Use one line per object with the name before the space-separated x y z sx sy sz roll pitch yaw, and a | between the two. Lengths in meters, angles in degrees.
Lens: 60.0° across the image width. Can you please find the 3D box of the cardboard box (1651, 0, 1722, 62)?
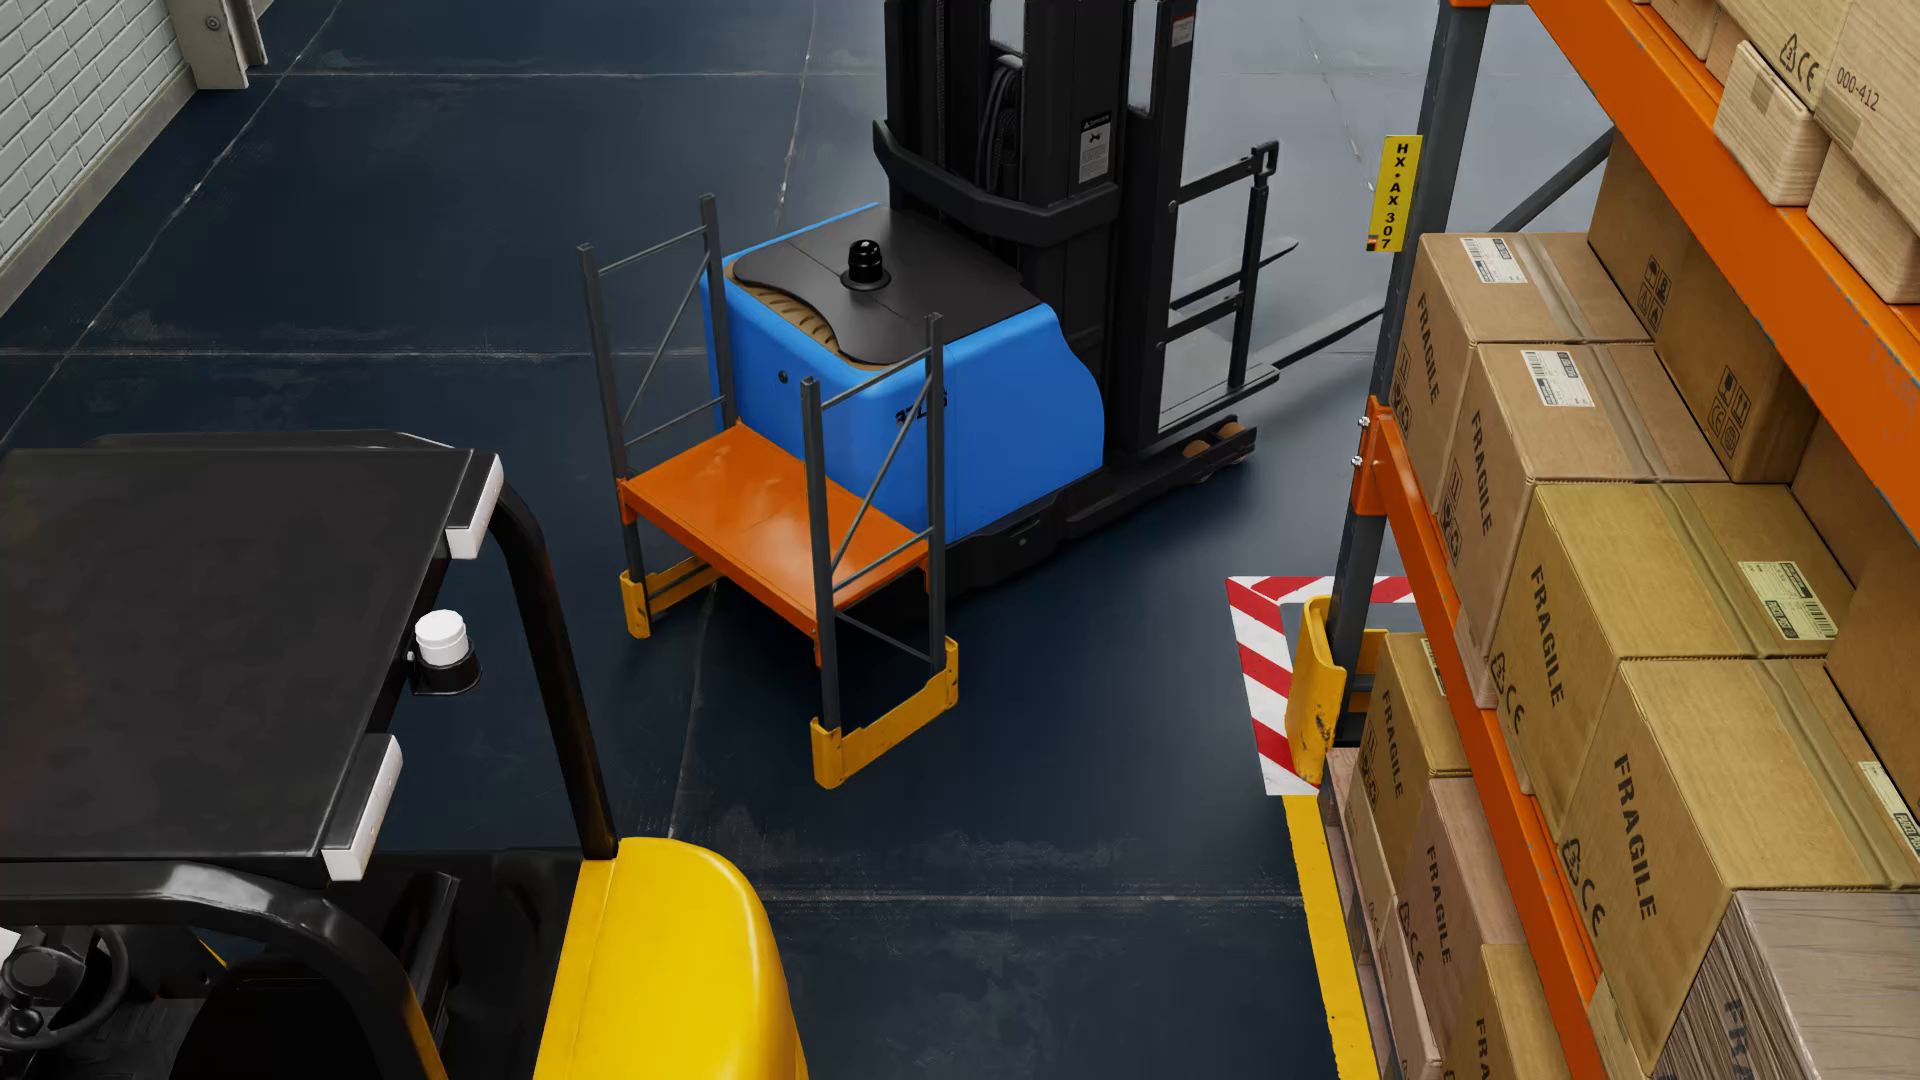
cardboard box | 1.414 -0.928 2.812 0.380 0.149 0.250 0 39 0

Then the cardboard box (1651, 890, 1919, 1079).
cardboard box | 1.401 0.874 2.443 0.500 0.500 0.500 1 39 1

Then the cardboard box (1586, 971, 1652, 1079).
cardboard box | 1.346 0.894 2.936 0.380 0.149 0.250 0 39 0

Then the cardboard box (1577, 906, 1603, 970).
cardboard box | 1.404 0.737 3.132 0.380 0.149 0.250 -1 39 -1

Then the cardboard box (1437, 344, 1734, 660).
cardboard box | 1.385 -0.083 3.637 0.500 0.500 0.500 1 39 1

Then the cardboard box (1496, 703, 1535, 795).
cardboard box | 1.373 0.407 3.544 0.380 0.149 0.250 1 39 1

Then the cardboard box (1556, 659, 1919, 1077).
cardboard box | 1.395 0.554 2.842 0.500 0.500 0.500 -1 39 -1

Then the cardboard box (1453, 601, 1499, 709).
cardboard box | 1.339 0.245 3.746 0.380 0.149 0.250 1 39 1

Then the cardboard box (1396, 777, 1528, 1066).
cardboard box | 1.388 0.915 3.973 0.500 0.500 0.500 -1 39 -2

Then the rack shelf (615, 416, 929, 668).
rack shelf | -0.593 -0.021 5.364 0.538 0.185 1.000 -32 49 -33

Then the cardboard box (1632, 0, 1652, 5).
cardboard box | 1.390 -1.083 3.005 0.380 0.149 0.250 1 39 1

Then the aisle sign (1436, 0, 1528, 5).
aisle sign | 1.348 -1.601 3.770 0.394 0.787 0.004 0 39 0

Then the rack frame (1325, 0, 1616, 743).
rack frame | 1.658 -0.548 4.535 1.000 3.000 0.127 0 39 0

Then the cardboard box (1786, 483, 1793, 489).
cardboard box | 1.930 -0.051 3.597 0.500 0.500 0.500 0 39 0

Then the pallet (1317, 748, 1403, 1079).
pallet | 1.624 1.096 4.714 1.003 0.211 1.213 0 39 0

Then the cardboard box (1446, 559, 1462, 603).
cardboard box | 1.385 0.086 3.944 0.380 0.149 0.250 -1 39 -1

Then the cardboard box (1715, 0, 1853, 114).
cardboard box | 1.408 -0.823 2.362 0.500 0.250 0.500 1 39 1

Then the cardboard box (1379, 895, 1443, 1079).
cardboard box | 1.375 1.185 4.236 0.500 0.250 0.500 1 39 2

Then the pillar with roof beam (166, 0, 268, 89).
pillar with roof beam | 0.092 -6.202 6.794 9.100 9.000 0.400 0 39 0

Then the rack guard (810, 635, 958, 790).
rack guard | -0.235 0.551 5.362 0.587 0.250 0.087 -32 49 -33

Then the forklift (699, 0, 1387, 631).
forklift | 0.548 -1.598 5.900 3.031 2.935 1.130 -27 46 -30

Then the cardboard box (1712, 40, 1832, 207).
cardboard box | 1.339 -0.605 2.408 0.380 0.149 0.250 0 39 0

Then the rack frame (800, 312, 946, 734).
rack frame | -0.234 0.064 4.971 0.500 1.500 0.032 -32 49 -33

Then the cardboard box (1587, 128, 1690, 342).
cardboard box | 1.877 -0.774 3.700 0.700 0.500 0.500 -1 39 -1

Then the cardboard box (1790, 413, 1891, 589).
cardboard box | 1.973 -0.139 2.907 0.700 0.500 0.500 0 39 -1

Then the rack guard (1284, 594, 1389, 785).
rack guard | 1.658 0.475 5.258 1.175 0.500 0.348 0 39 0

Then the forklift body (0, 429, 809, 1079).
forklift body | -1.479 0.974 3.315 2.313 2.155 1.214 0 39 0

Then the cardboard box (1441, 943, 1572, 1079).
cardboard box | 1.380 1.229 3.581 0.500 0.500 0.500 1 39 1

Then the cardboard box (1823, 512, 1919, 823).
cardboard box | 1.835 0.173 2.518 0.700 0.500 0.500 0 39 0

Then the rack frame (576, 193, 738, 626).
rack frame | -0.951 -0.386 5.533 0.500 1.500 0.032 -32 49 -33

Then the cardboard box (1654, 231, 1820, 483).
cardboard box | 1.870 -0.457 3.305 0.700 0.500 0.500 0 39 0

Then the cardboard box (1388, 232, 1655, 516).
cardboard box | 1.381 -0.407 4.041 0.500 0.500 0.500 -1 39 -1

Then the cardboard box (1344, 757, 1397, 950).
cardboard box | 1.382 0.866 4.634 0.500 0.250 0.500 0 39 0

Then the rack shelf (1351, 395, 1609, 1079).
rack shelf | 1.660 0.983 3.199 1.077 0.370 4.000 0 39 0

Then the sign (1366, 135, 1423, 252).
sign | 1.115 -0.885 4.264 0.100 0.325 0.005 0 39 0

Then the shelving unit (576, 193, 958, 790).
shelving unit | -0.586 -0.157 5.247 0.587 1.500 1.083 -32 49 -33

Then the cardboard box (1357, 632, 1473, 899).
cardboard box | 1.383 0.588 4.381 0.500 0.500 0.500 -1 39 -2

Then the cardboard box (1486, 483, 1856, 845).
cardboard box | 1.387 0.236 3.239 0.500 0.500 0.500 -1 39 -1

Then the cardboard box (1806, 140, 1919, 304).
cardboard box | 1.380 -0.440 2.203 0.380 0.149 0.250 -1 39 -1

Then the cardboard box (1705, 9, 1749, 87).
cardboard box | 1.419 -0.762 2.605 0.380 0.149 0.250 -1 39 -1

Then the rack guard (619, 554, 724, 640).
rack guard | -0.938 0.110 5.913 0.587 0.250 0.087 -32 49 -33

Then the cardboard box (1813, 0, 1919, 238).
cardboard box | 1.389 -0.503 1.963 0.500 0.250 0.500 1 39 1
